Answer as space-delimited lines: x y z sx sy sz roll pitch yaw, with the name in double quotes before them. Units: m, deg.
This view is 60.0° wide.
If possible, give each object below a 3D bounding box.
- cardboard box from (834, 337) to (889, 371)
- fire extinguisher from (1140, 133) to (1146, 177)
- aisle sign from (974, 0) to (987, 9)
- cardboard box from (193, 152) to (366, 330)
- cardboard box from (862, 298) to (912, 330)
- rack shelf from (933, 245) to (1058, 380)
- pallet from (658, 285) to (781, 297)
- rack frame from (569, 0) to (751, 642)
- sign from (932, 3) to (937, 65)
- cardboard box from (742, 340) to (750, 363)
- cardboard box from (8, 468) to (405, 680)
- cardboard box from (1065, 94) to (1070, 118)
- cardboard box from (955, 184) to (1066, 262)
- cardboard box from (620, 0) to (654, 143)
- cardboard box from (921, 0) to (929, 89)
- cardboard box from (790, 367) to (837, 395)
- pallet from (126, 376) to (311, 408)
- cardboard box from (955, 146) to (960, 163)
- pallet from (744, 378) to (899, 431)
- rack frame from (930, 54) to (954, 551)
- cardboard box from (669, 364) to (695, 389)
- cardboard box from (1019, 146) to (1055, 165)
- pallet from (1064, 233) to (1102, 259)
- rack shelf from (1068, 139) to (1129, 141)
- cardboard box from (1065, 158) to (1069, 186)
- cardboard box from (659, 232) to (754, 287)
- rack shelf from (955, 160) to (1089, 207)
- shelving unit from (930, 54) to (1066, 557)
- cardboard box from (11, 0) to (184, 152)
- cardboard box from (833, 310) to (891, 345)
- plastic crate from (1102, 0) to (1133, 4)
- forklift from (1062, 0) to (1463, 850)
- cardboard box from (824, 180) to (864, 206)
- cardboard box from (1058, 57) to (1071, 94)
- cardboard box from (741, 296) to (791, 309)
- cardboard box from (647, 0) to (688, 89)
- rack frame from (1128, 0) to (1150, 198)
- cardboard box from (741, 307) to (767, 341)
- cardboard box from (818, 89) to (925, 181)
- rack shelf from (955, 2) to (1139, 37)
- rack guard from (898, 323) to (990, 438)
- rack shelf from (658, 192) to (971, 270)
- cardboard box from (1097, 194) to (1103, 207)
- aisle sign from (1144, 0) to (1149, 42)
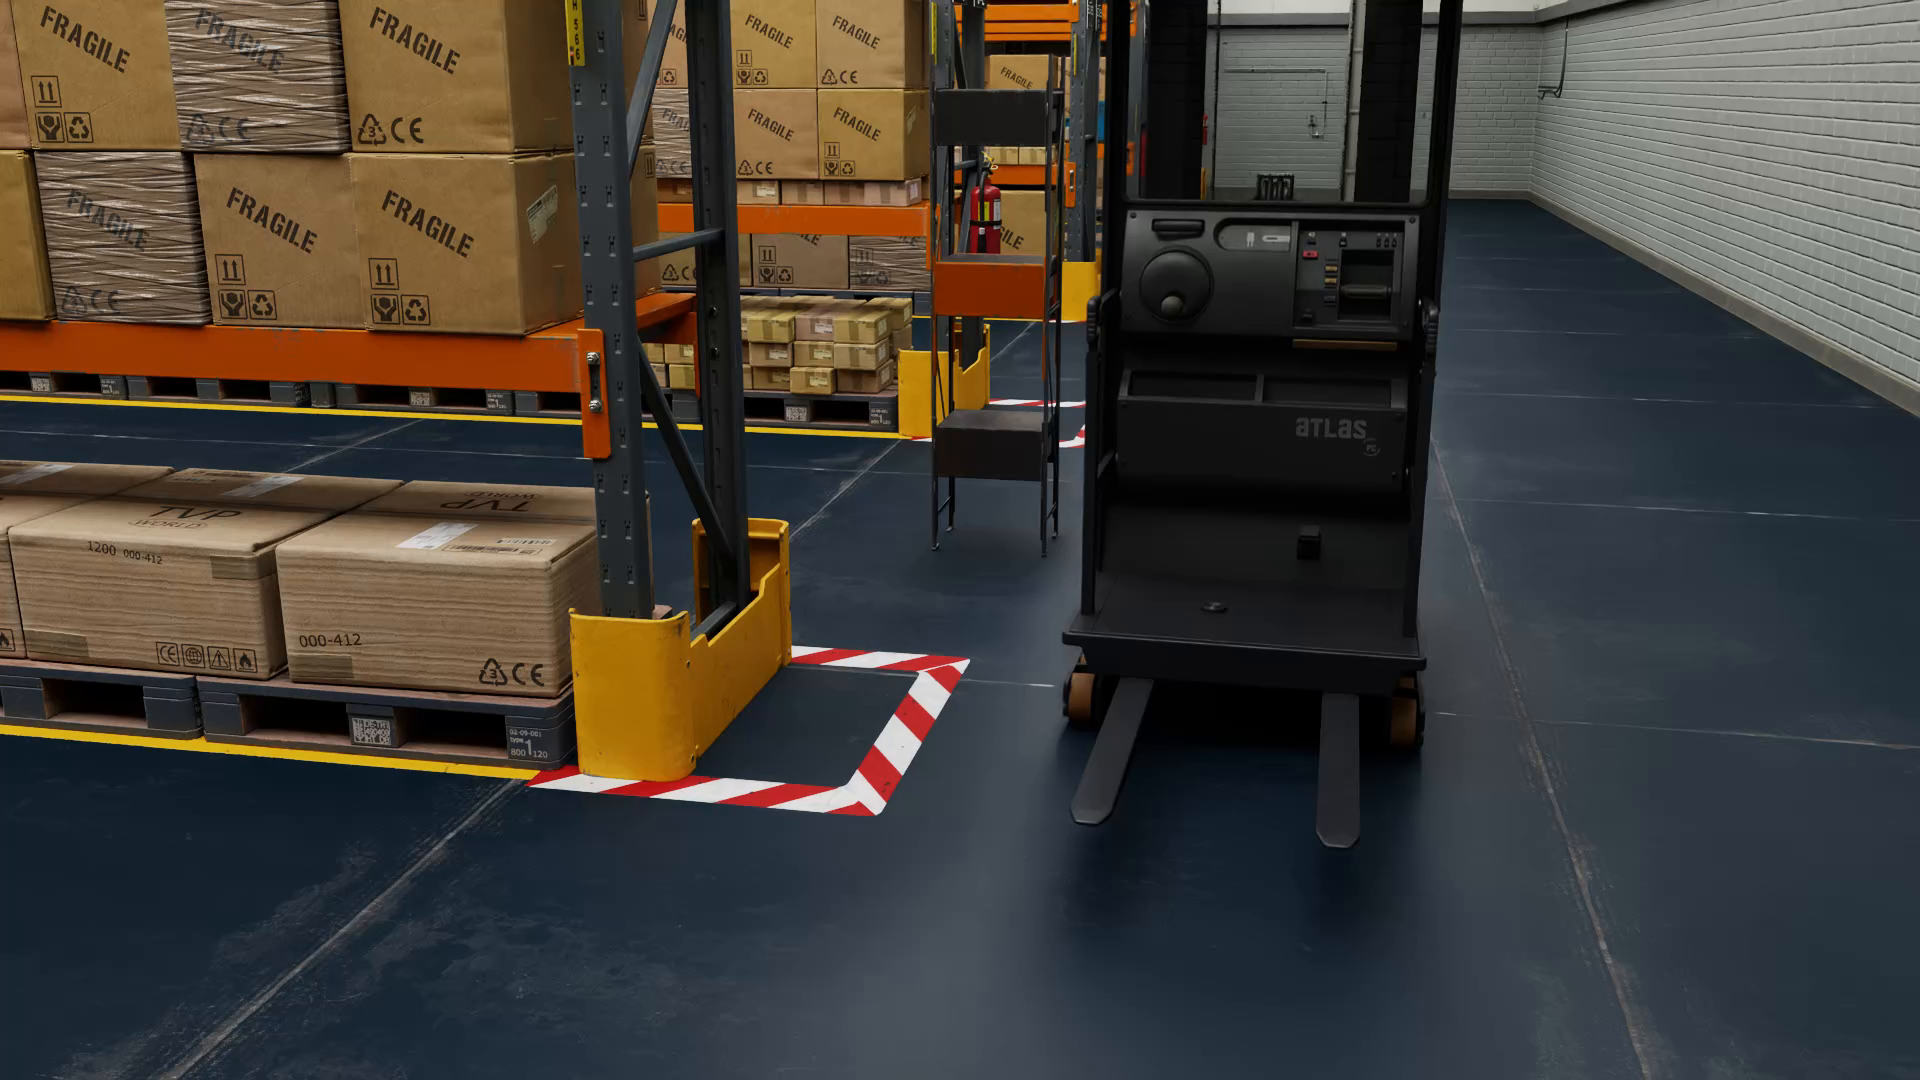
"cardboard box" -0.584 -1.115 9.896 0.250 0.149 0.380 3 16 10
"fire extinguisher" 2.122 -4.434 18.724 0.183 0.674 0.296 3 16 11
"aisle sign" 0.121 -3.518 9.702 0.004 0.787 0.394 3 16 11
"cardboard box" -1.912 -0.925 5.025 0.500 0.500 0.500 3 16 10
"cardboard box" -0.456 -1.422 10.446 0.250 0.149 0.380 2 16 9
"rack shelf" 0.162 -0.990 7.184 0.480 0.518 0.431 3 16 11
"pallet" -2.113 -2.290 15.365 1.213 0.211 1.003 3 16 11
"rack frame" -0.897 -0.890 5.085 0.127 3.000 1.000 3 16 11
"sign" -0.140 -2.756 9.063 0.005 0.325 0.100 3 16 11
"cardboard box" -1.336 -1.184 10.143 0.250 0.149 0.380 3 16 10
"cardboard box" -2.463 0.087 5.572 0.875 0.438 0.875 4 16 13
"cardboard box" 1.565 -6.129 23.812 0.500 0.500 0.500 3 16 12
"cardboard box" 0.434 -2.674 14.719 0.875 0.875 0.875 3 16 11
"cardboard box" -1.311 -1.520 5.300 0.500 0.500 0.500 3 16 10
"cardboard box" -0.397 -2.957 9.930 0.500 0.500 0.500 3 16 11
"cardboard box" -0.840 -0.979 9.962 0.250 0.149 0.380 4 16 13
"pallet" -4.693 -1.100 11.068 1.213 0.211 1.003 3 16 11
"cardboard box" -0.084 -3.335 14.382 0.250 0.149 0.380 3 16 12
"pallet" -0.874 -0.903 10.356 1.213 0.211 1.003 3 16 11
"rack frame" -0.077 -1.016 7.227 0.015 2.100 0.400 3 16 11
"cardboard box" -1.588 -1.023 10.119 0.250 0.149 0.380 2 16 9
"cardboard box" 0.663 -3.294 14.235 0.250 0.149 0.380 3 16 12
"pallet" 1.264 -3.488 19.689 1.213 0.211 1.003 3 16 11
"rack shelf" 1.095 -5.833 24.279 4.000 0.370 1.077 3 16 11
"cardboard box" 1.825 -6.458 29.083 0.500 0.500 0.700 3 16 12
"cardboard box" -2.212 -2.817 15.238 0.875 0.875 0.875 3 16 11
"rack shelf" -0.882 -3.242 14.924 4.000 0.370 1.077 3 16 11
"shelving unit" 0.162 -1.003 7.180 0.503 2.100 0.431 3 16 11
"cardboard box" -2.419 -1.431 4.977 0.500 0.500 0.500 3 16 11
"cardboard box" -0.579 -1.267 9.887 0.250 0.149 0.380 3 16 12
"plastic crate" 1.743 -6.254 19.076 0.590 0.269 0.497 3 16 11
"forklift" 0.947 -0.872 5.149 1.130 2.935 3.031 3 16 12
"cardboard box" -0.622 -2.036 9.692 0.250 0.149 0.380 3 16 11
"cardboard box" 1.560 -6.608 23.669 0.500 0.500 0.500 4 16 13
"cardboard box" -1.231 -1.444 10.524 0.250 0.149 0.380 2 16 8
"cardboard box" -1.516 -2.875 9.635 0.500 0.500 0.500 4 16 14
"rack frame" 2.064 -4.778 19.122 0.127 3.000 1.000 3 16 11
"cardboard box" -1.334 -1.307 10.029 0.250 0.149 0.380 2 16 9
"cardboard box" -0.502 -2.338 9.570 0.500 0.500 0.500 3 16 12
"rack shelf" 0.105 -5.983 19.201 4.000 0.370 1.077 3 16 11
"rack guard" -0.084 -0.990 10.128 0.348 0.500 1.175 3 16 11
"rack shelf" -1.970 -1.950 10.260 4.000 0.370 1.077 3 16 11
"cardboard box" 2.094 -4.930 24.153 0.250 0.166 0.380 3 16 11
"aisle sign" 2.077 -5.950 18.484 0.004 0.787 0.394 3 16 11
